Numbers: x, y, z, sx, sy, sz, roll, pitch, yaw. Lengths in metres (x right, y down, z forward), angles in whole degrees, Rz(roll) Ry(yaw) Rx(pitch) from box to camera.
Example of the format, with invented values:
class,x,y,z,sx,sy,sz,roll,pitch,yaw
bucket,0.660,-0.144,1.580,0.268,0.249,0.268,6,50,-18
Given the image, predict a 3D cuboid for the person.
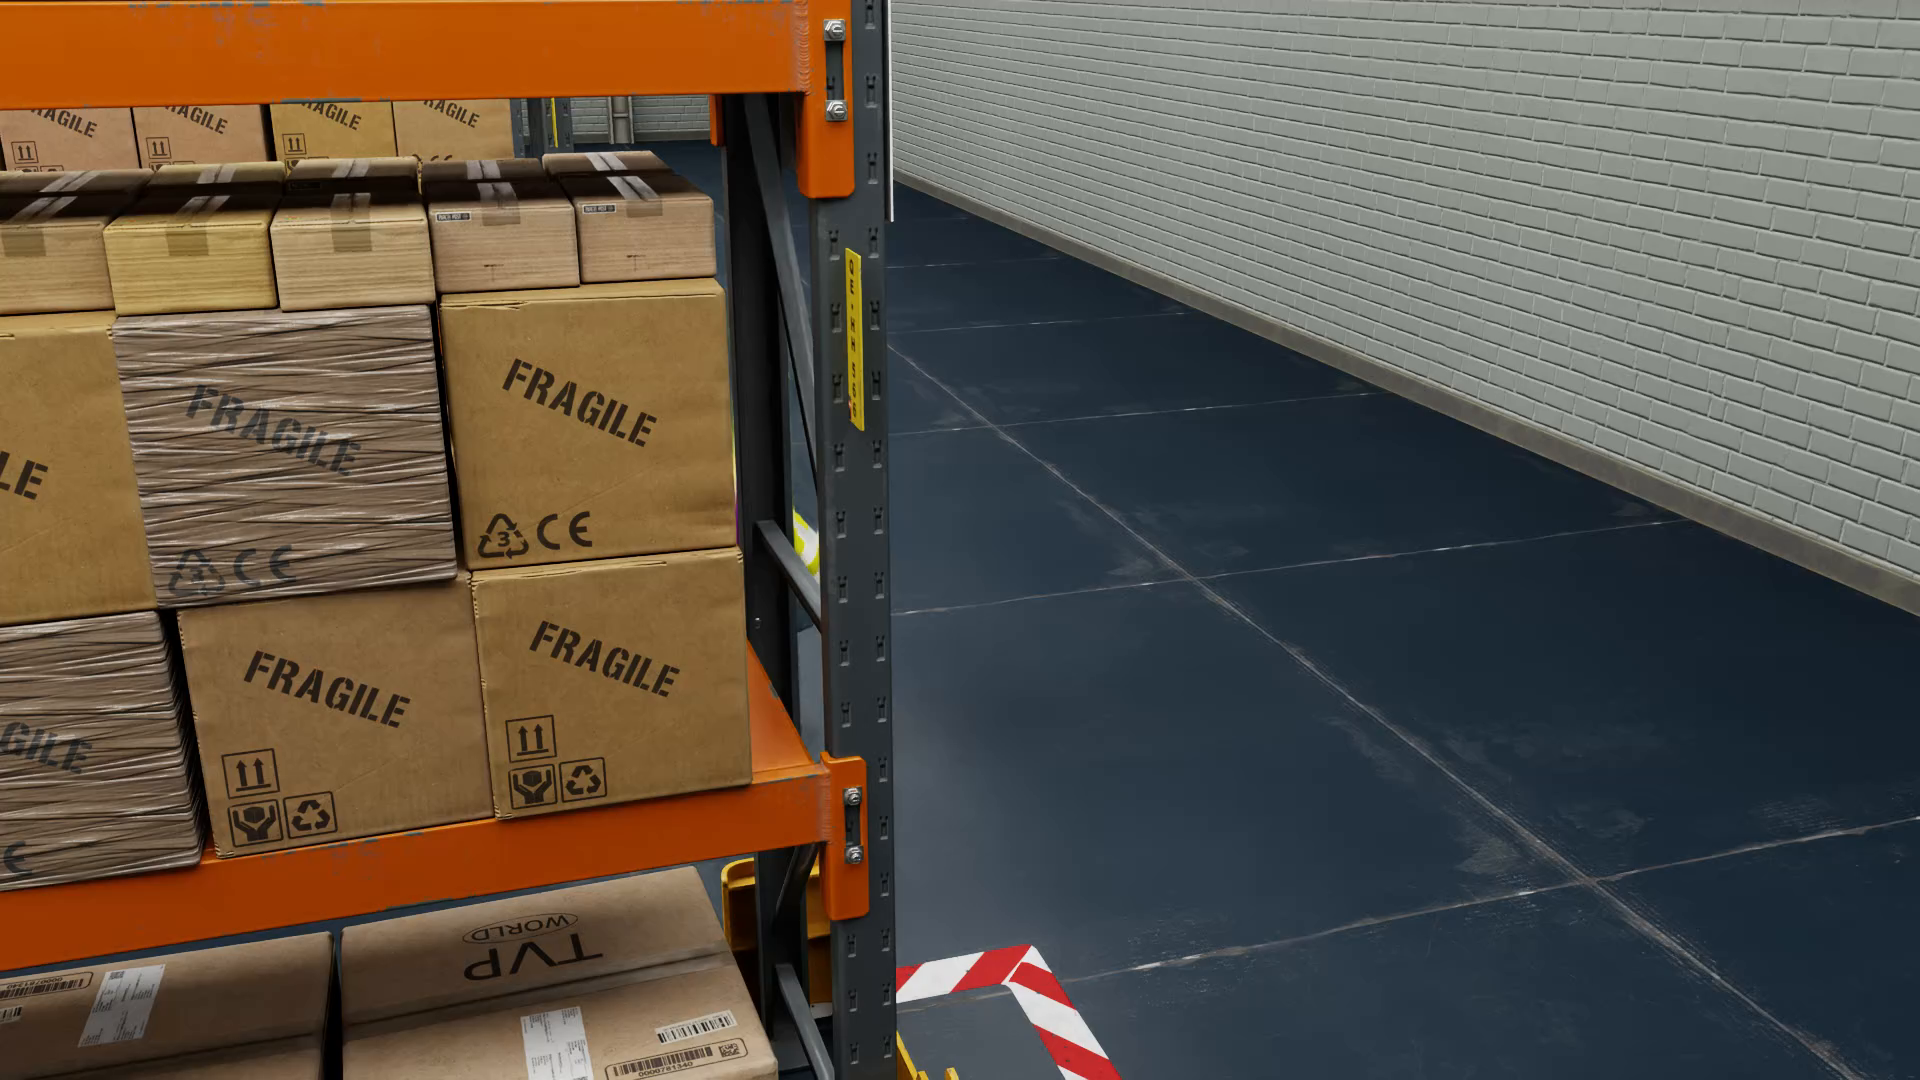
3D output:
class,x,y,z,sx,sy,sz,roll,pitch,yaw
person,-0.849,0.219,6.215,0.831,1.233,0.623,-6,20,-17
